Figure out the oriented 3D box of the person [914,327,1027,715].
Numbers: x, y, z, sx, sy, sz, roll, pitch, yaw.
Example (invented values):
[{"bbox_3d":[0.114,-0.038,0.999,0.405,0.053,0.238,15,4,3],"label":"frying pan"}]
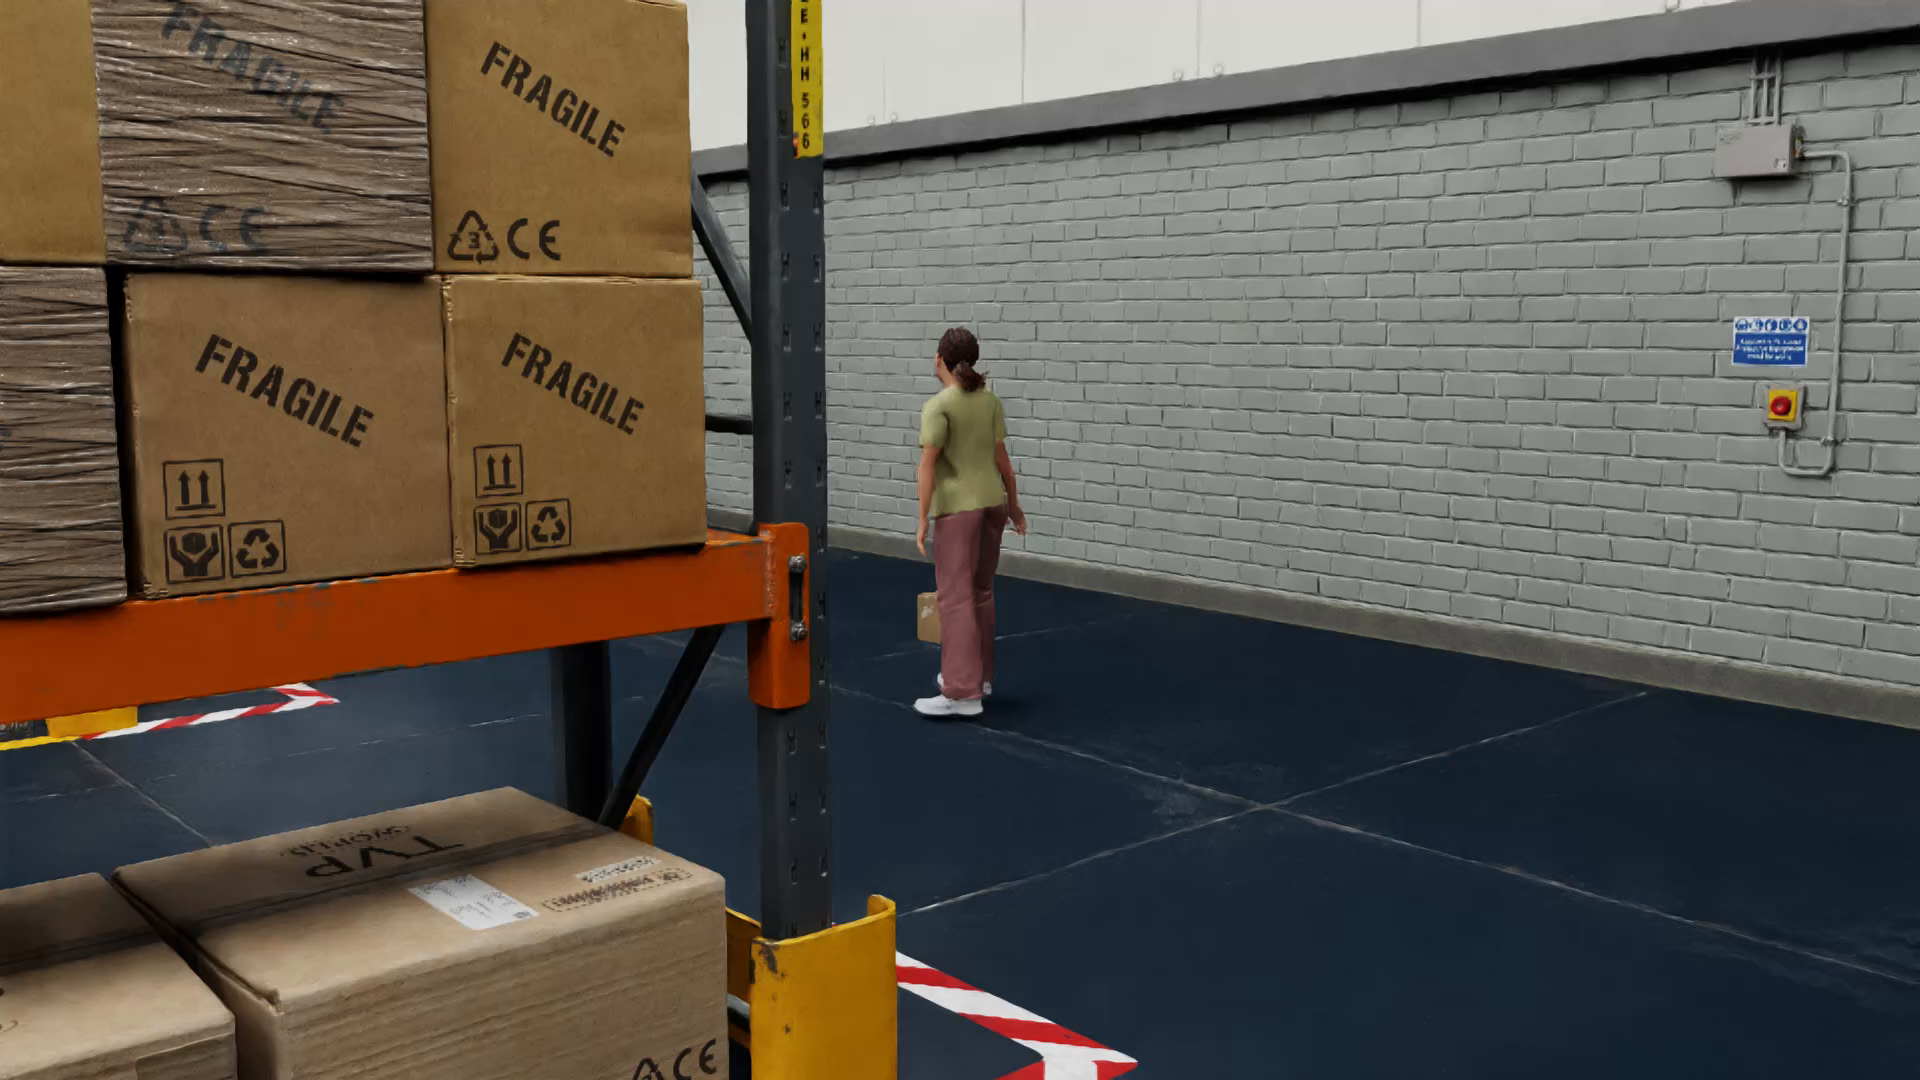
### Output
[{"bbox_3d":[0.001,-0.099,7.346,0.621,1.673,0.517,-7,10,-44],"label":"person"}]
